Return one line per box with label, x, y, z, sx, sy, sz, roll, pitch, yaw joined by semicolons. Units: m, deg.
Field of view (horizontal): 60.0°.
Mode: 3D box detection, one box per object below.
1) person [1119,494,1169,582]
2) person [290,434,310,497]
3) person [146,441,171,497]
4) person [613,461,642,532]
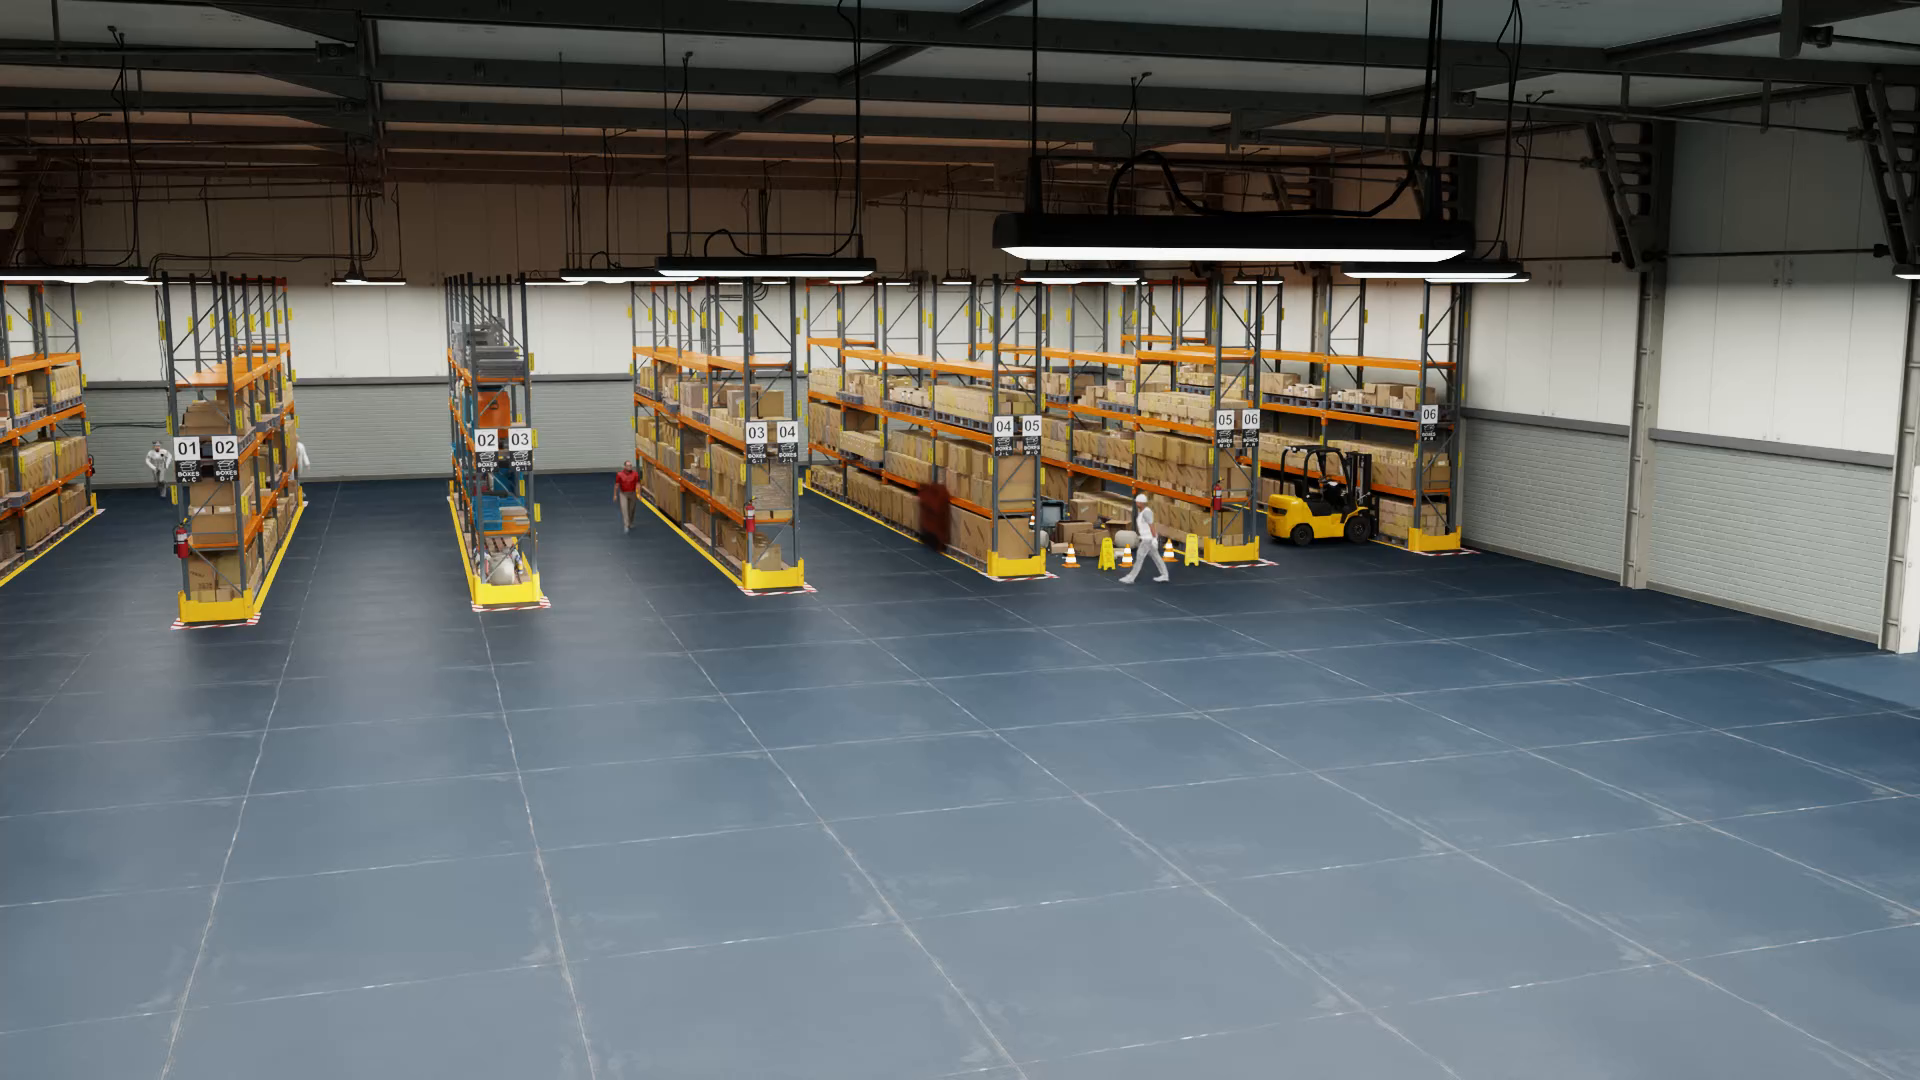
person;3.591;-0.036;32.442;1.009;1.711;0.627;0;9;-2
person;-18.298;-2.069;45.842;1.173;1.705;0.627;7;11;38
person;-22.032;-1.955;45.775;0.579;1.587;0.694;-1;9;-9
person;-7.871;-1.052;39.374;0.642;1.661;1.065;-3;9;-18
